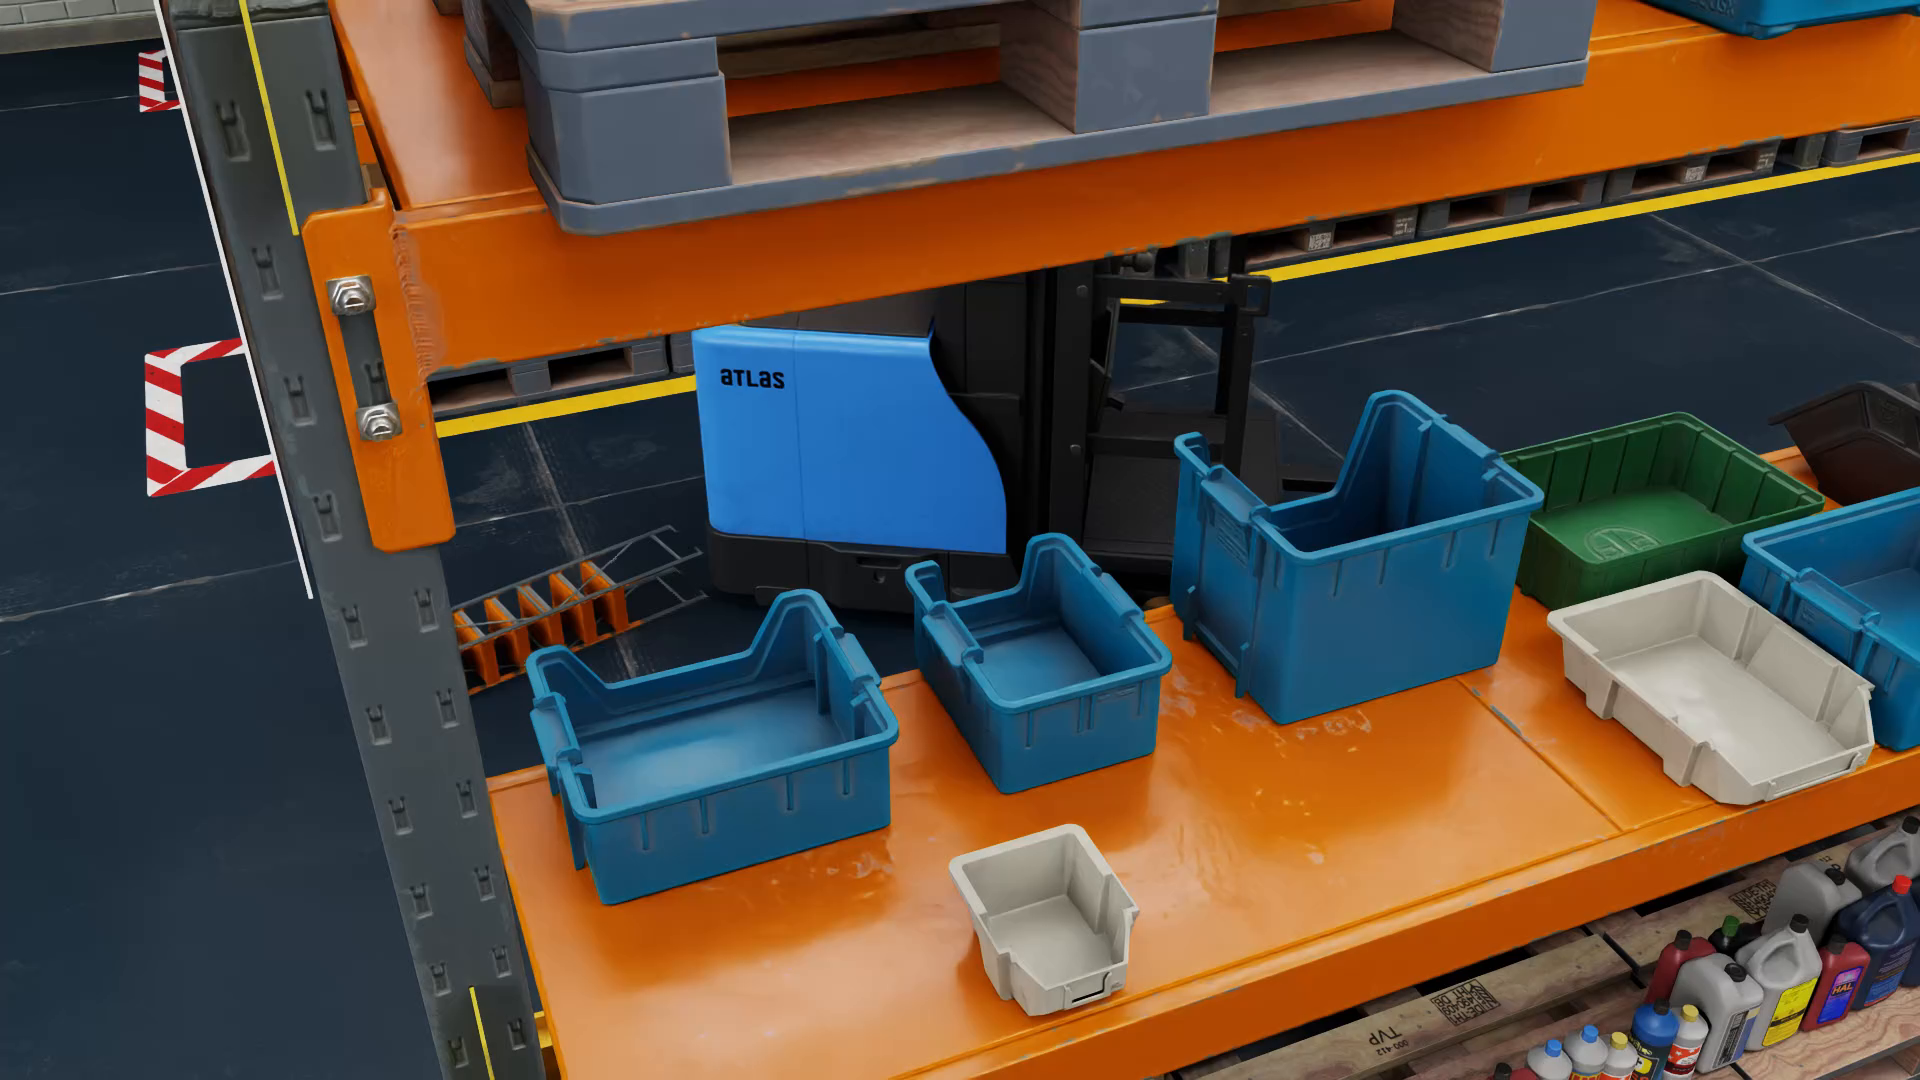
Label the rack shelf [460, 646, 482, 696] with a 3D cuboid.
[{"bbox_3d":[-1.691,0.383,5.483,0.103,0.180,0.258,-23,40,-31],"label":"rack shelf"}]

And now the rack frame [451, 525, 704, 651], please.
[{"bbox_3d":[-1.443,0.200,5.597,1.200,0.006,0.240,-23,40,-31],"label":"rack frame"}]

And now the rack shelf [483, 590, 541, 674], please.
[{"bbox_3d":[-1.503,0.302,5.608,0.103,0.180,0.258,-23,40,-31],"label":"rack shelf"}]

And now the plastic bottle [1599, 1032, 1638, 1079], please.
[{"bbox_3d":[1.488,1.208,3.806,0.097,0.201,0.097,0,33,0],"label":"plastic bottle"}]

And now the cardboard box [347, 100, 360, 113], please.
[{"bbox_3d":[-2.282,-2.066,6.583,0.500,0.500,0.700,-13,35,-19],"label":"cardboard box"}]

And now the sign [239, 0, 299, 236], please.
[{"bbox_3d":[-0.595,-0.424,1.393,0.005,0.325,0.100,-13,35,-19],"label":"sign"}]

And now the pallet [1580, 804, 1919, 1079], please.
[{"bbox_3d":[2.249,1.005,4.512,1.213,0.211,1.003,-13,35,-19],"label":"pallet"}]

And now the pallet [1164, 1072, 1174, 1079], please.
[{"bbox_3d":[-0.001,1.520,3.721,1.213,0.211,1.003,-13,35,-19],"label":"pallet"}]

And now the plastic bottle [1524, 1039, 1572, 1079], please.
[{"bbox_3d":[1.305,1.220,3.722,0.097,0.271,0.097,0,33,0],"label":"plastic bottle"}]

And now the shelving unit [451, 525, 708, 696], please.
[{"bbox_3d":[-1.443,0.277,5.647,1.200,0.189,0.258,-23,40,-31],"label":"shelving unit"}]

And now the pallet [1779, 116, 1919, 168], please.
[{"bbox_3d":[5.362,-2.591,10.038,1.213,0.211,1.003,-13,35,-19],"label":"pallet"}]

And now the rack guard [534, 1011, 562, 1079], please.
[{"bbox_3d":[-0.752,1.568,3.382,0.348,0.500,1.175,-13,35,-19],"label":"rack guard"}]

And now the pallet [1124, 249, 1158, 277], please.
[{"bbox_3d":[0.221,-1.461,8.302,1.213,0.211,1.003,-13,35,-19],"label":"pallet"}]

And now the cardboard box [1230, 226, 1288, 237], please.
[{"bbox_3d":[1.438,-1.761,8.342,0.500,0.250,0.500,-14,35,-20],"label":"cardboard box"}]

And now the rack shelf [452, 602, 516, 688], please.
[{"bbox_3d":[-1.597,0.343,5.545,0.103,0.180,0.258,-23,40,-31],"label":"rack shelf"}]

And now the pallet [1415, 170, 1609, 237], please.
[{"bbox_3d":[2.761,-2.043,9.196,1.213,0.211,1.003,-13,35,-19],"label":"pallet"}]

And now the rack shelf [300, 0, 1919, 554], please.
[{"bbox_3d":[1.040,-0.818,2.667,4.000,0.370,1.077,-13,35,-19],"label":"rack shelf"}]

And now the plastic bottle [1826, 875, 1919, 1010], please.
[{"bbox_3d":[2.225,0.962,4.046,0.185,0.351,0.144,-15,36,-21],"label":"plastic bottle"}]

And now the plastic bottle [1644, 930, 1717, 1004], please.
[{"bbox_3d":[1.734,1.038,3.992,0.133,0.283,0.061,-13,35,-19],"label":"plastic bottle"}]

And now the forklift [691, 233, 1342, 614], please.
[{"bbox_3d":[0.672,-1.163,5.350,3.031,2.935,1.130,4,33,6],"label":"forklift"}]

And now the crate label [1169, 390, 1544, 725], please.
[{"bbox_3d":[0.789,0.020,3.436,0.616,0.435,0.502,-13,35,-19],"label":"crate label"}]

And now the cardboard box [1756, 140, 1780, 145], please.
[{"bbox_3d":[4.268,-2.411,9.341,0.500,0.250,0.500,-12,35,-18],"label":"cardboard box"}]

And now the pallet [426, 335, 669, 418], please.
[{"bbox_3d":[-2.029,-0.946,7.510,1.213,0.211,1.003,-13,35,-19],"label":"pallet"}]

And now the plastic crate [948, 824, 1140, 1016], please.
[{"bbox_3d":[0.146,0.643,2.753,0.250,0.136,0.298,-13,35,-19],"label":"plastic crate"}]

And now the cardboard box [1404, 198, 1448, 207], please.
[{"bbox_3d":[2.387,-1.979,8.677,0.500,0.250,0.500,-14,36,-20],"label":"cardboard box"}]

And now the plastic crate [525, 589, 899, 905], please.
[{"bbox_3d":[-0.458,0.366,3.074,0.616,0.251,0.499,-13,35,-19],"label":"plastic crate"}]

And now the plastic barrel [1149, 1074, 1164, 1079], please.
[{"bbox_3d":[0.236,1.143,3.639,0.421,0.512,0.421,0,33,0],"label":"plastic barrel"}]

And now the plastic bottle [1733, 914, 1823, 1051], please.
[{"bbox_3d":[1.928,1.031,3.941,0.185,0.351,0.144,-13,35,-19],"label":"plastic bottle"}]

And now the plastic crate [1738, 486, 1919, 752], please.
[{"bbox_3d":[1.969,0.148,3.409,0.616,0.251,0.499,-13,35,-19],"label":"plastic crate"}]

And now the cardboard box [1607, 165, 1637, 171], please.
[{"bbox_3d":[3.329,-2.196,9.010,0.500,0.250,0.500,-12,35,-18],"label":"cardboard box"}]

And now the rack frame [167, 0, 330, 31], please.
[{"bbox_3d":[-0.804,-1.955,1.003,0.127,3.000,1.000,-13,35,-19],"label":"rack frame"}]

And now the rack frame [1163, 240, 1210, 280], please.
[{"bbox_3d":[0.970,-2.777,7.767,0.127,3.000,1.000,-13,35,-19],"label":"rack frame"}]

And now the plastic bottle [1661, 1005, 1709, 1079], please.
[{"bbox_3d":[1.678,1.164,3.873,0.097,0.201,0.097,0,33,0],"label":"plastic bottle"}]

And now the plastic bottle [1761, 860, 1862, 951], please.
[{"bbox_3d":[2.145,0.925,4.173,0.135,0.276,0.152,-13,35,-19],"label":"plastic bottle"}]
